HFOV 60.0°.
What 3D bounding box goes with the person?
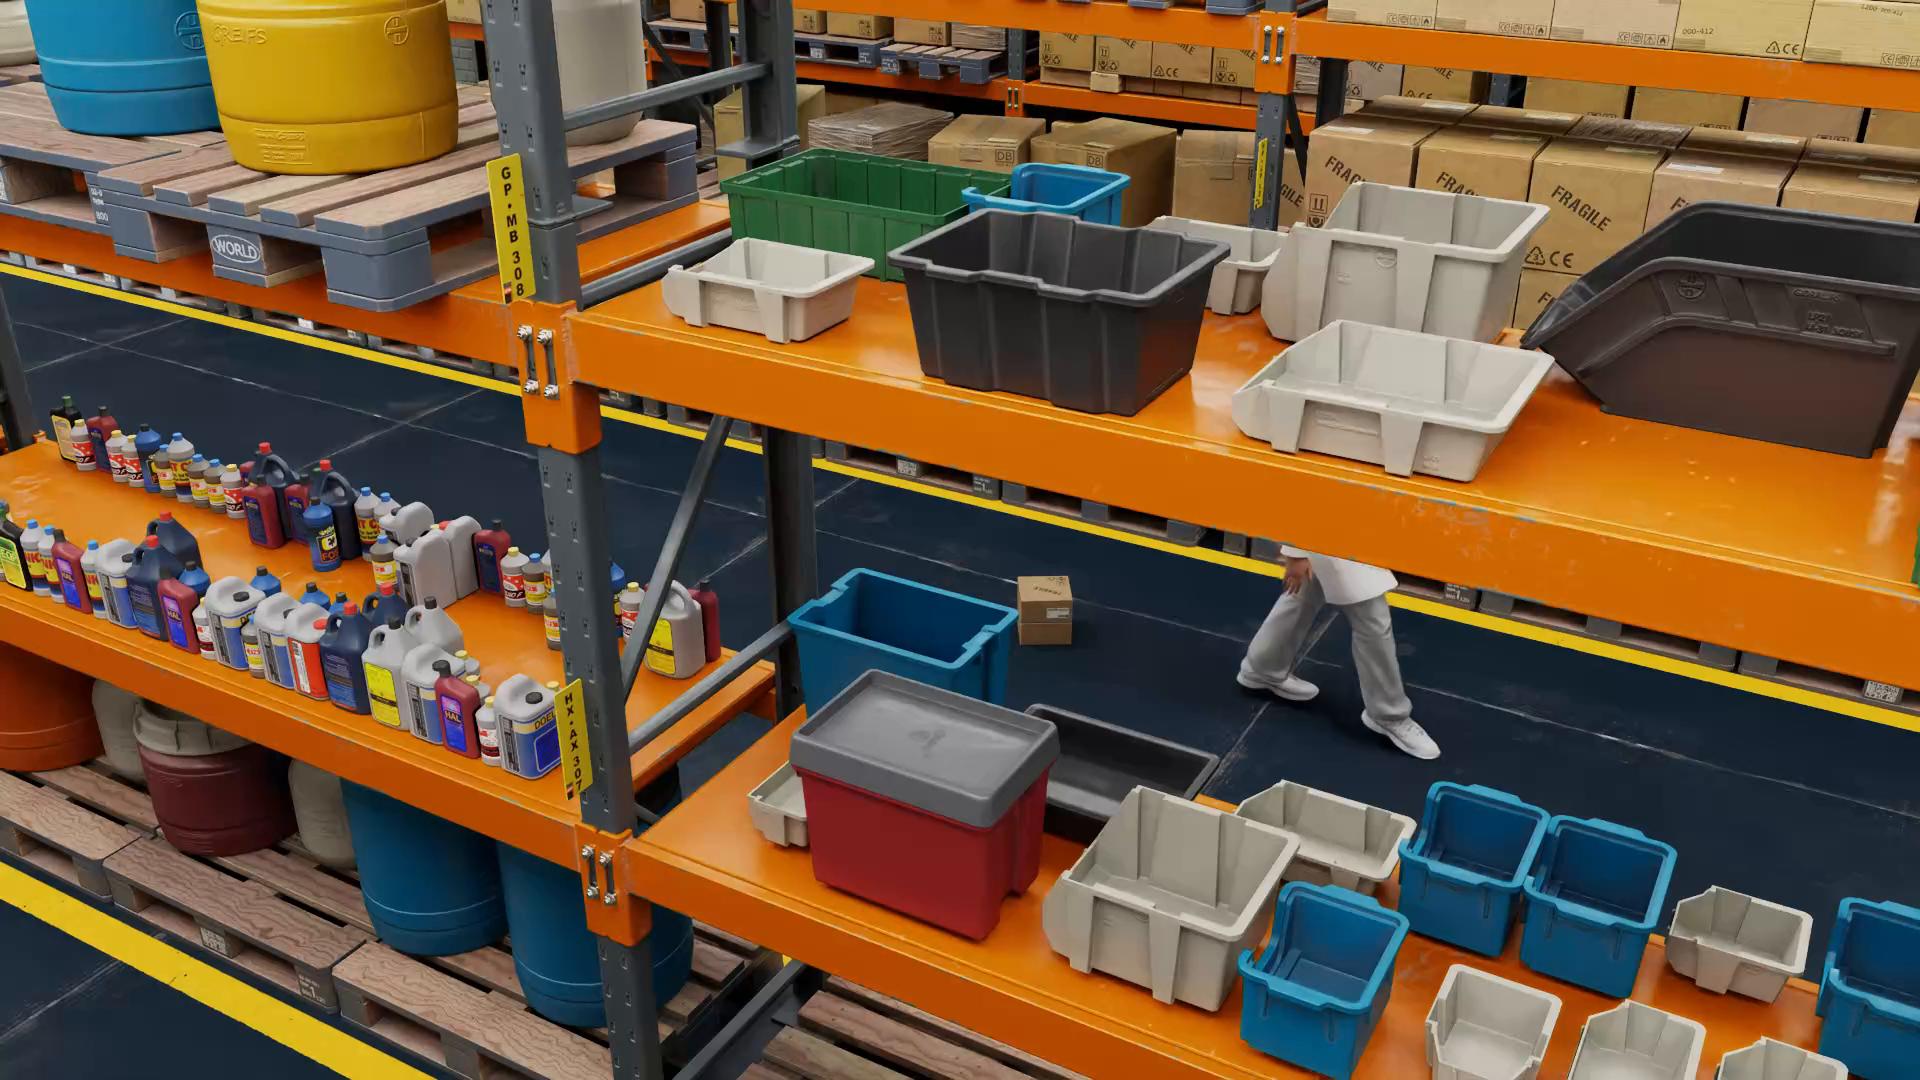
[{"bbox_3d":[1.700,0.000,7.123,0.941,1.779,0.621,9,27,17],"label":"person"}]
